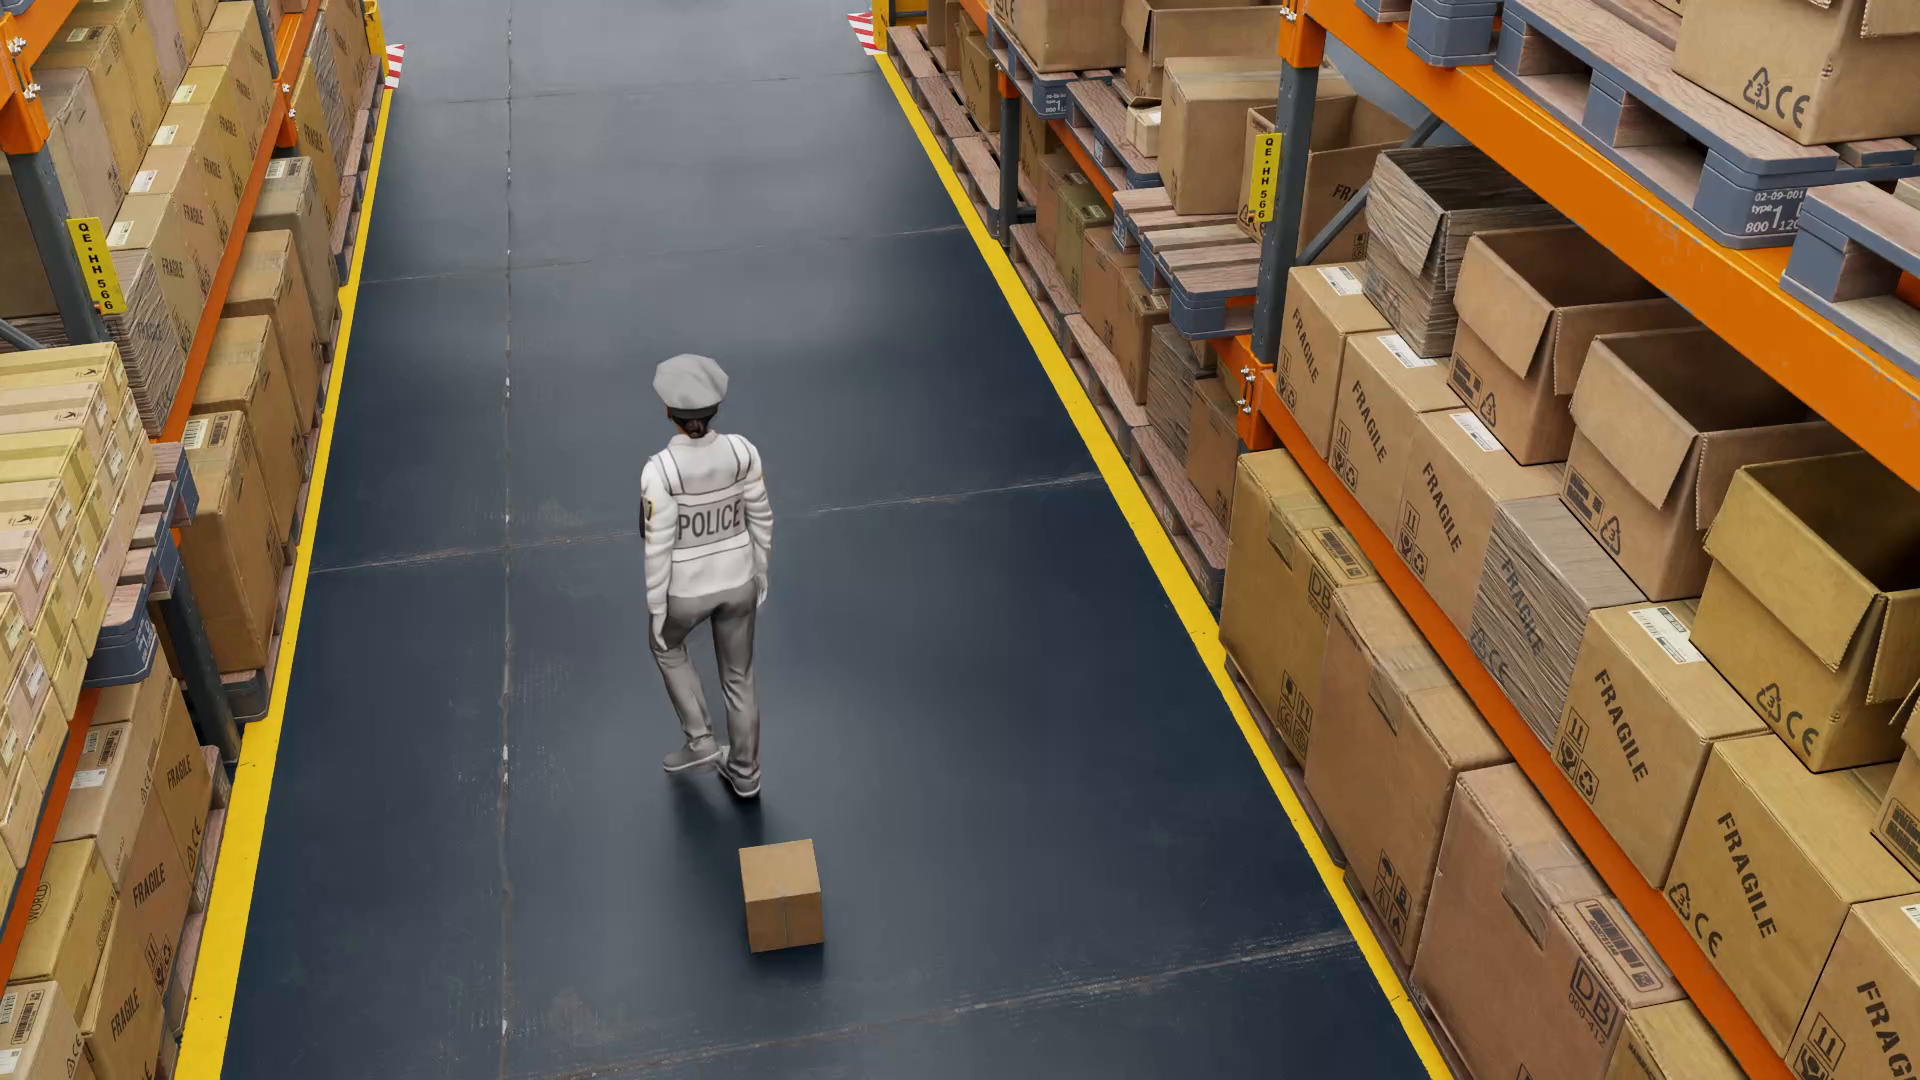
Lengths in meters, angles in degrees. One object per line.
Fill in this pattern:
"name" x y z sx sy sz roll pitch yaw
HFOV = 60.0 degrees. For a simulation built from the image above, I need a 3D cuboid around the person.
"person" -0.878 0.159 5.866 0.513 1.660 0.483 -17 38 -22
